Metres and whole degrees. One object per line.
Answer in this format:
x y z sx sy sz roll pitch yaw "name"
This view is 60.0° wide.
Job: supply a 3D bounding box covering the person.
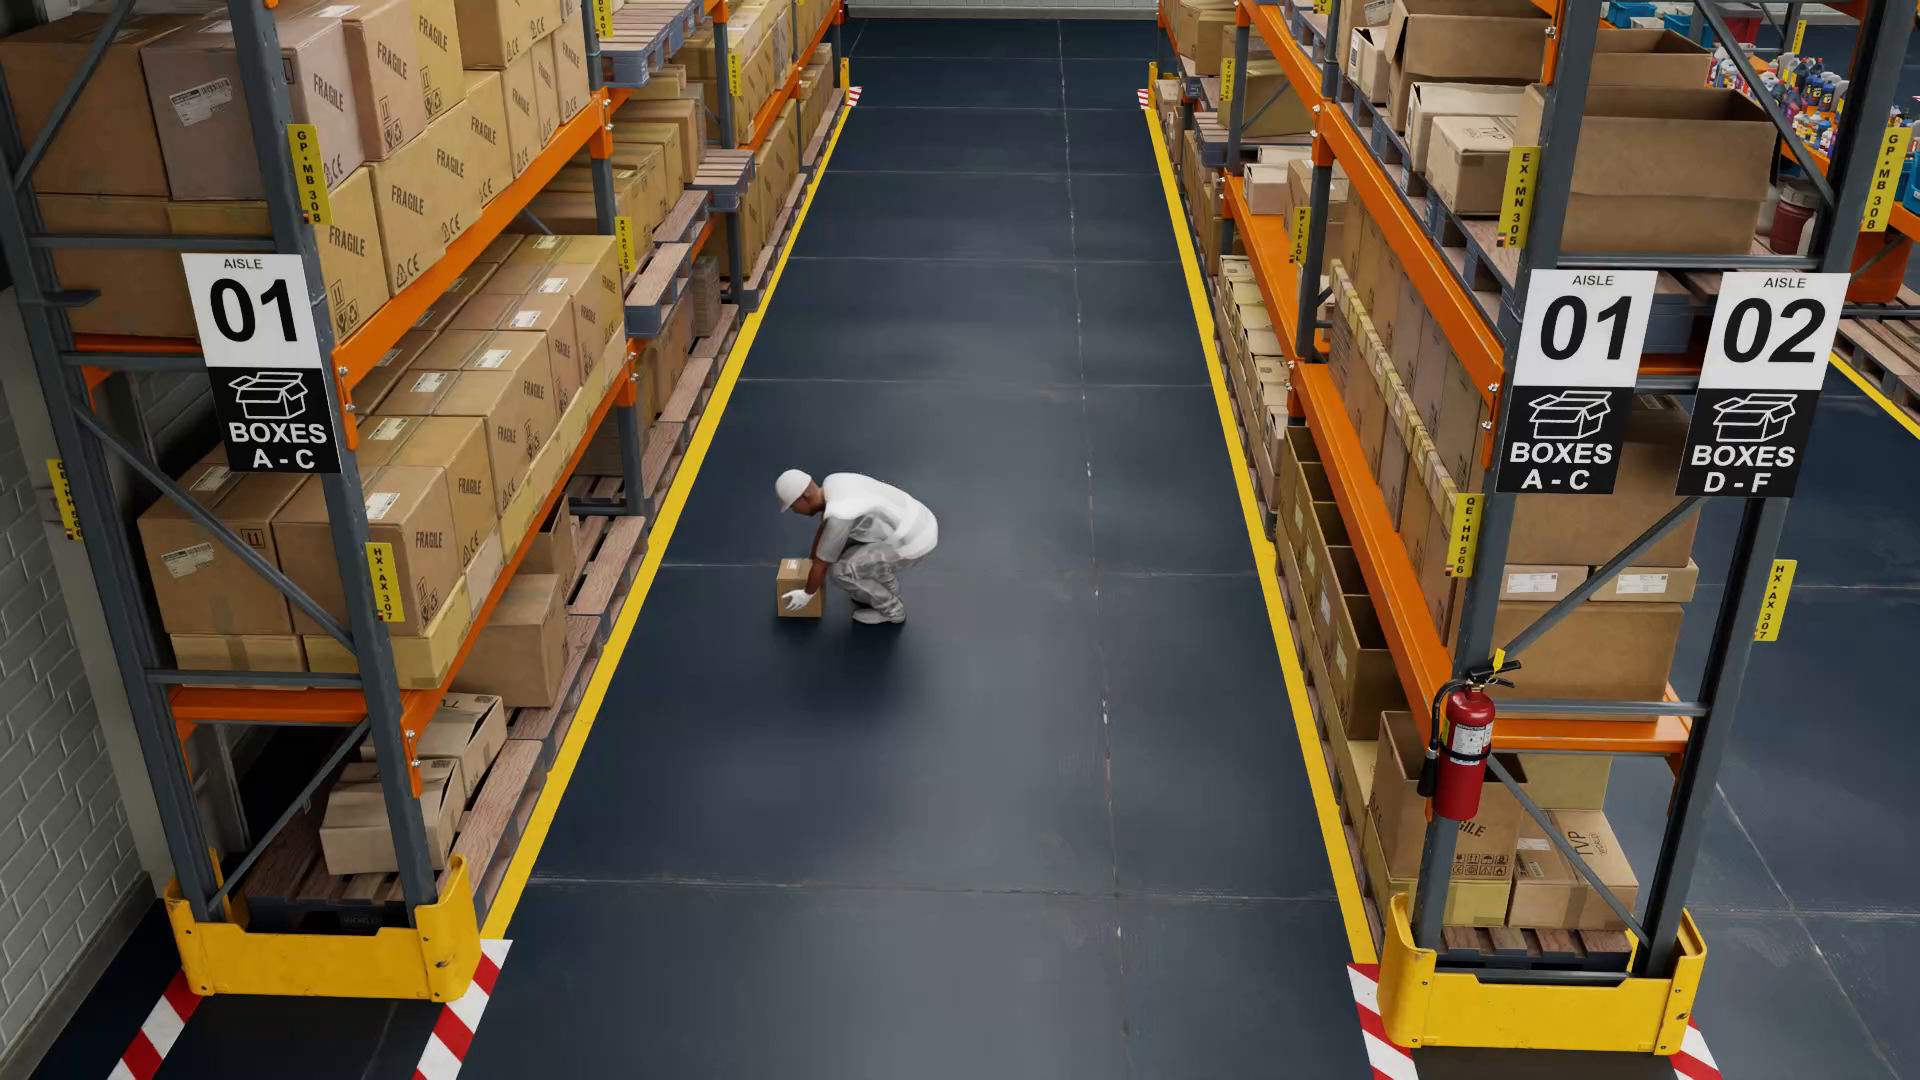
-0.581 0.010 9.512 0.906 0.922 0.567 1 28 2 "person"
